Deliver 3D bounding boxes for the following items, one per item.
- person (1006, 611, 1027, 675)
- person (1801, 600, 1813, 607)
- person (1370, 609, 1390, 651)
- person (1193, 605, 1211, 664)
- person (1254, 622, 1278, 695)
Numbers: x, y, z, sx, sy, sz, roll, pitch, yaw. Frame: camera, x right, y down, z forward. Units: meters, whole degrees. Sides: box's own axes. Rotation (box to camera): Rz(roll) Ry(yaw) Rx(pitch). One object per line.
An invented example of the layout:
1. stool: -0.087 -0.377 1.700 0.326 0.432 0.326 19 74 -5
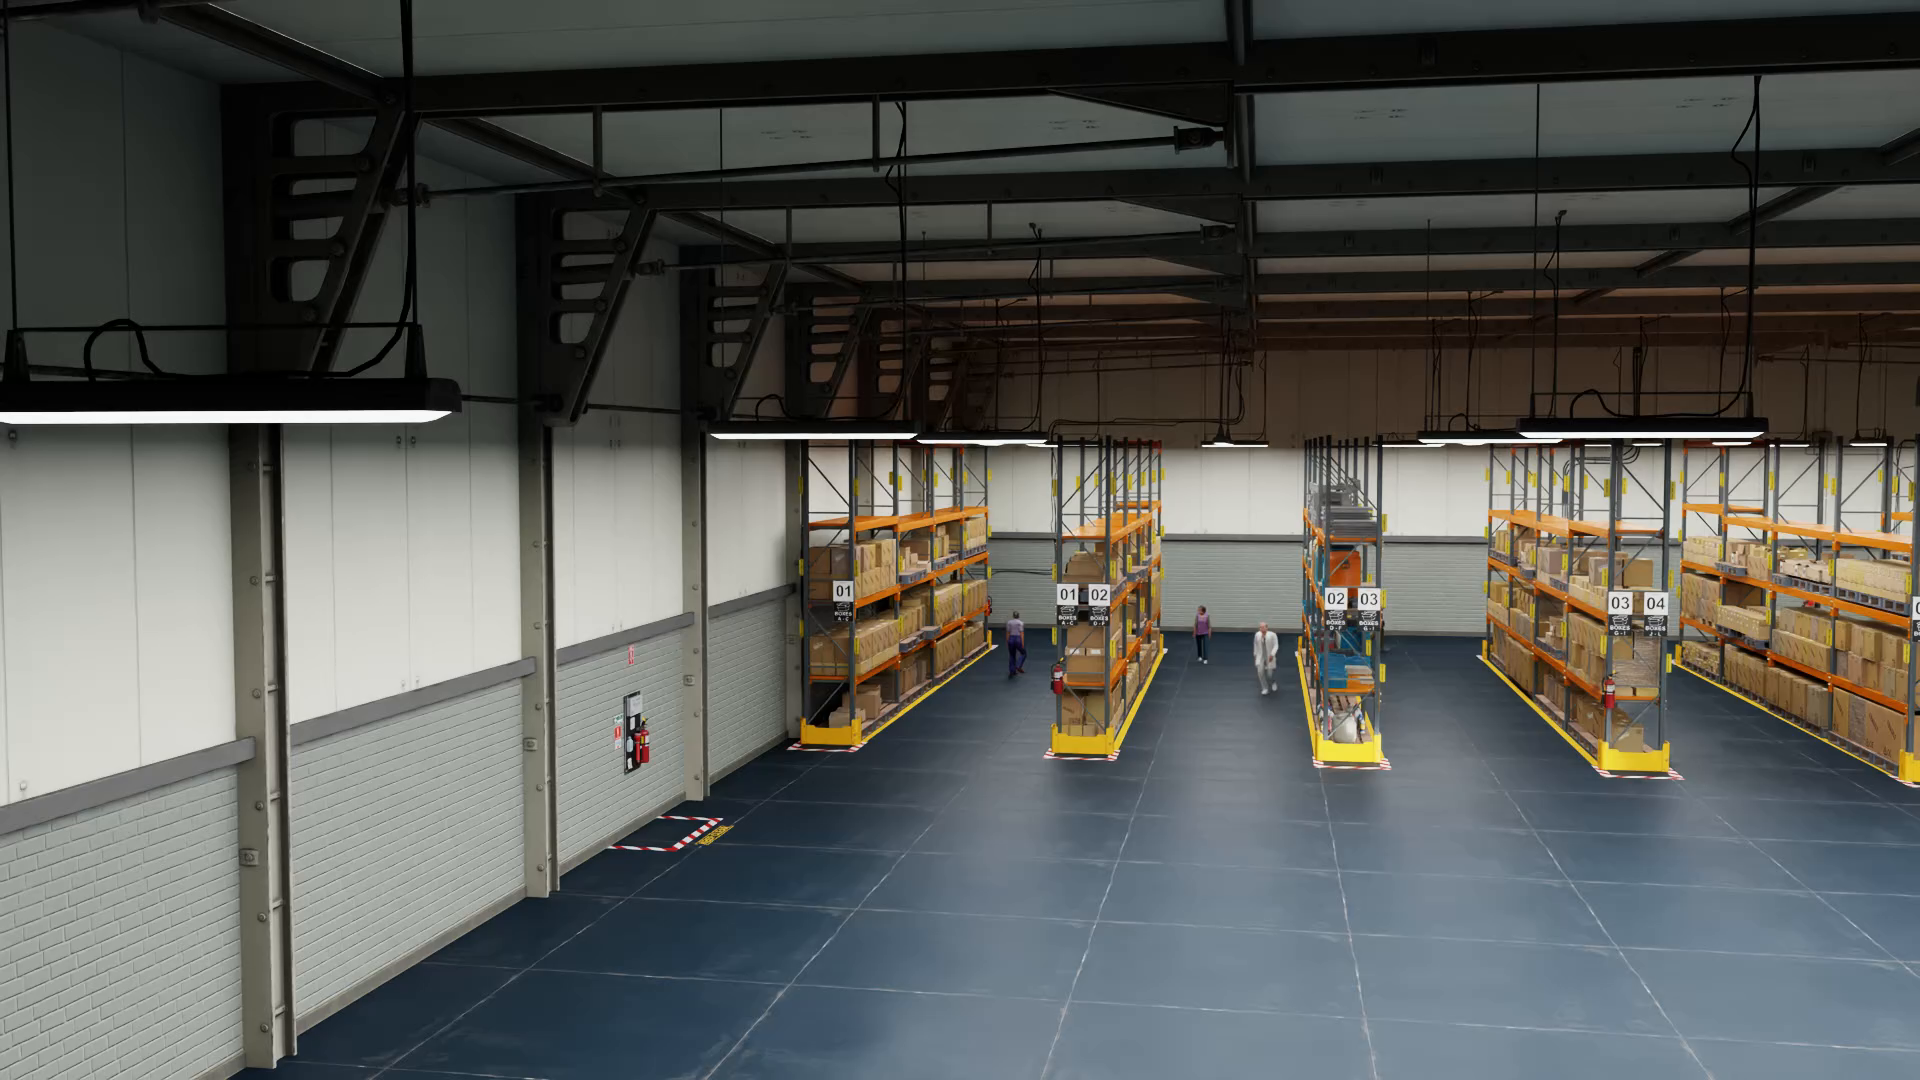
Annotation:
1. person: 1.424 2.622 42.286 0.529 1.612 0.455 2 3 27
2. person: 22.545 2.436 44.240 0.981 1.724 0.544 2 4 32
3. person: 11.767 2.272 47.130 0.747 1.779 0.597 2 4 30
4. person: 6.504 2.524 44.657 0.449 1.553 0.839 1 3 17
5. person: 7.221 2.762 39.226 0.620 1.695 0.848 1 3 25
